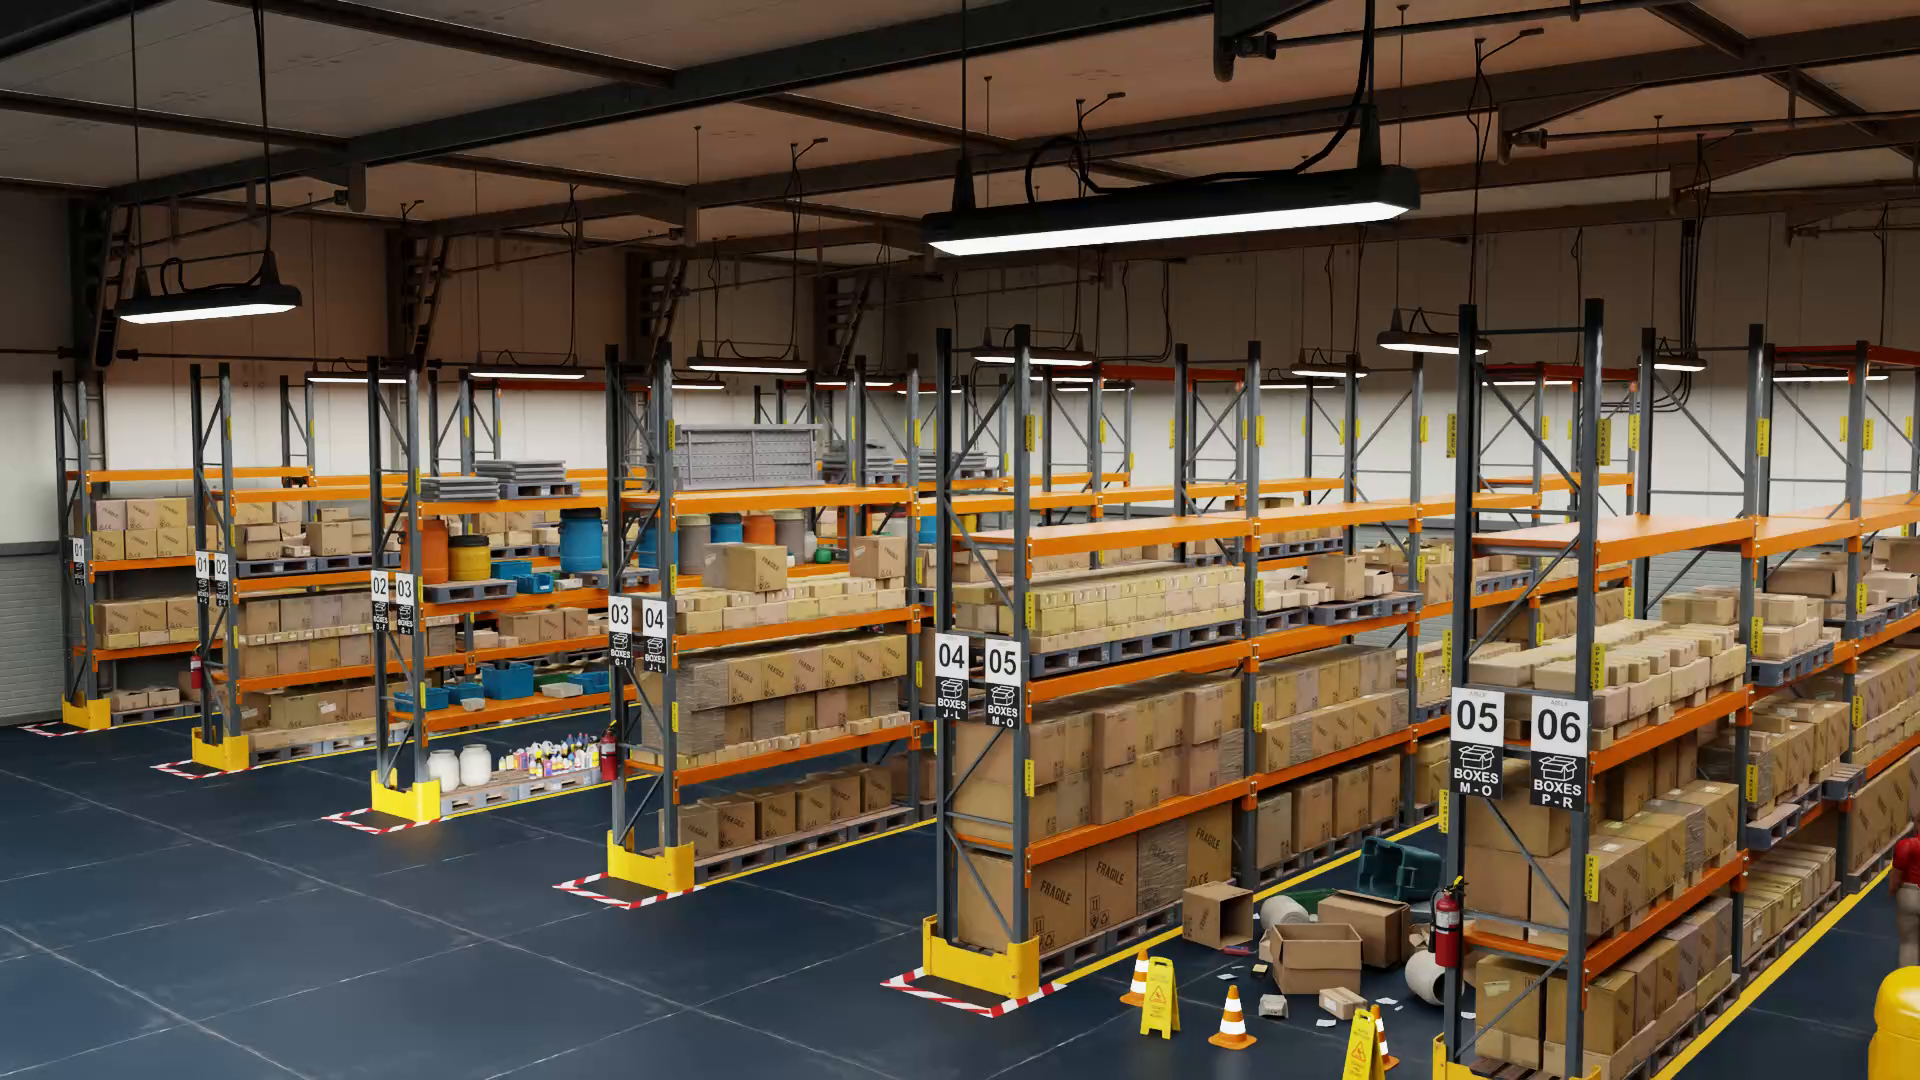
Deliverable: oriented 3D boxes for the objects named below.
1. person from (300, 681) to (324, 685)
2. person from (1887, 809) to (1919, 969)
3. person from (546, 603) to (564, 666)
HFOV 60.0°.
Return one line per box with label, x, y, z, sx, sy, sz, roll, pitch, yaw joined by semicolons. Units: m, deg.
person;-11.127;2.249;28.388;0.643;1.789;0.470;-4;6;-43
person;8.548;3.244;14.741;0.610;1.766;0.687;3;5;37
person;-7.960;1.982;32.671;0.533;1.669;0.401;-3;5;-32
